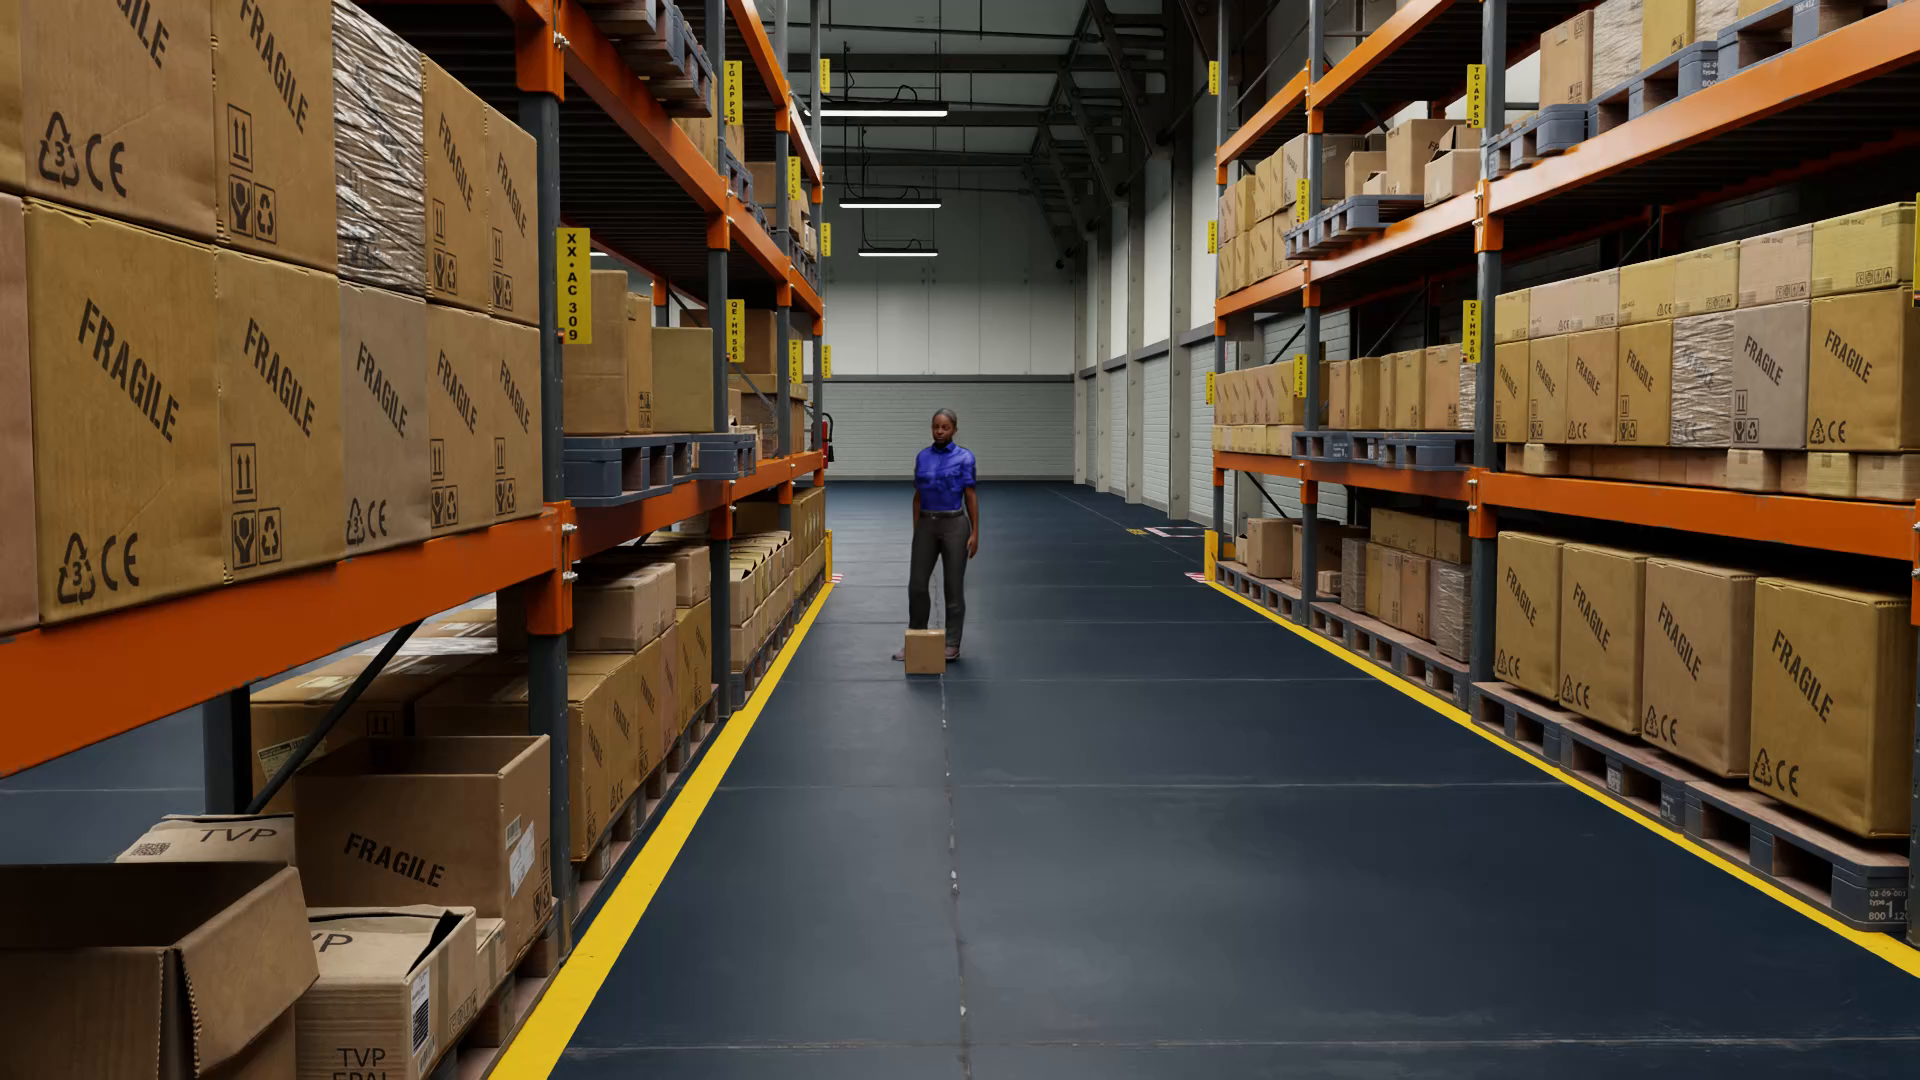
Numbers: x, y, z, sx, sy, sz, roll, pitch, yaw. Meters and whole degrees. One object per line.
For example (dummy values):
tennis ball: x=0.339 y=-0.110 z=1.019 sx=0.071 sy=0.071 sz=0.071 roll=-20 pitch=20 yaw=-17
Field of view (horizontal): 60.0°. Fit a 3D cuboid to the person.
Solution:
person: x=-0.157 y=-0.031 z=10.961 sx=0.579 sy=1.677 sz=0.322 roll=1 pitch=4 yaw=17
